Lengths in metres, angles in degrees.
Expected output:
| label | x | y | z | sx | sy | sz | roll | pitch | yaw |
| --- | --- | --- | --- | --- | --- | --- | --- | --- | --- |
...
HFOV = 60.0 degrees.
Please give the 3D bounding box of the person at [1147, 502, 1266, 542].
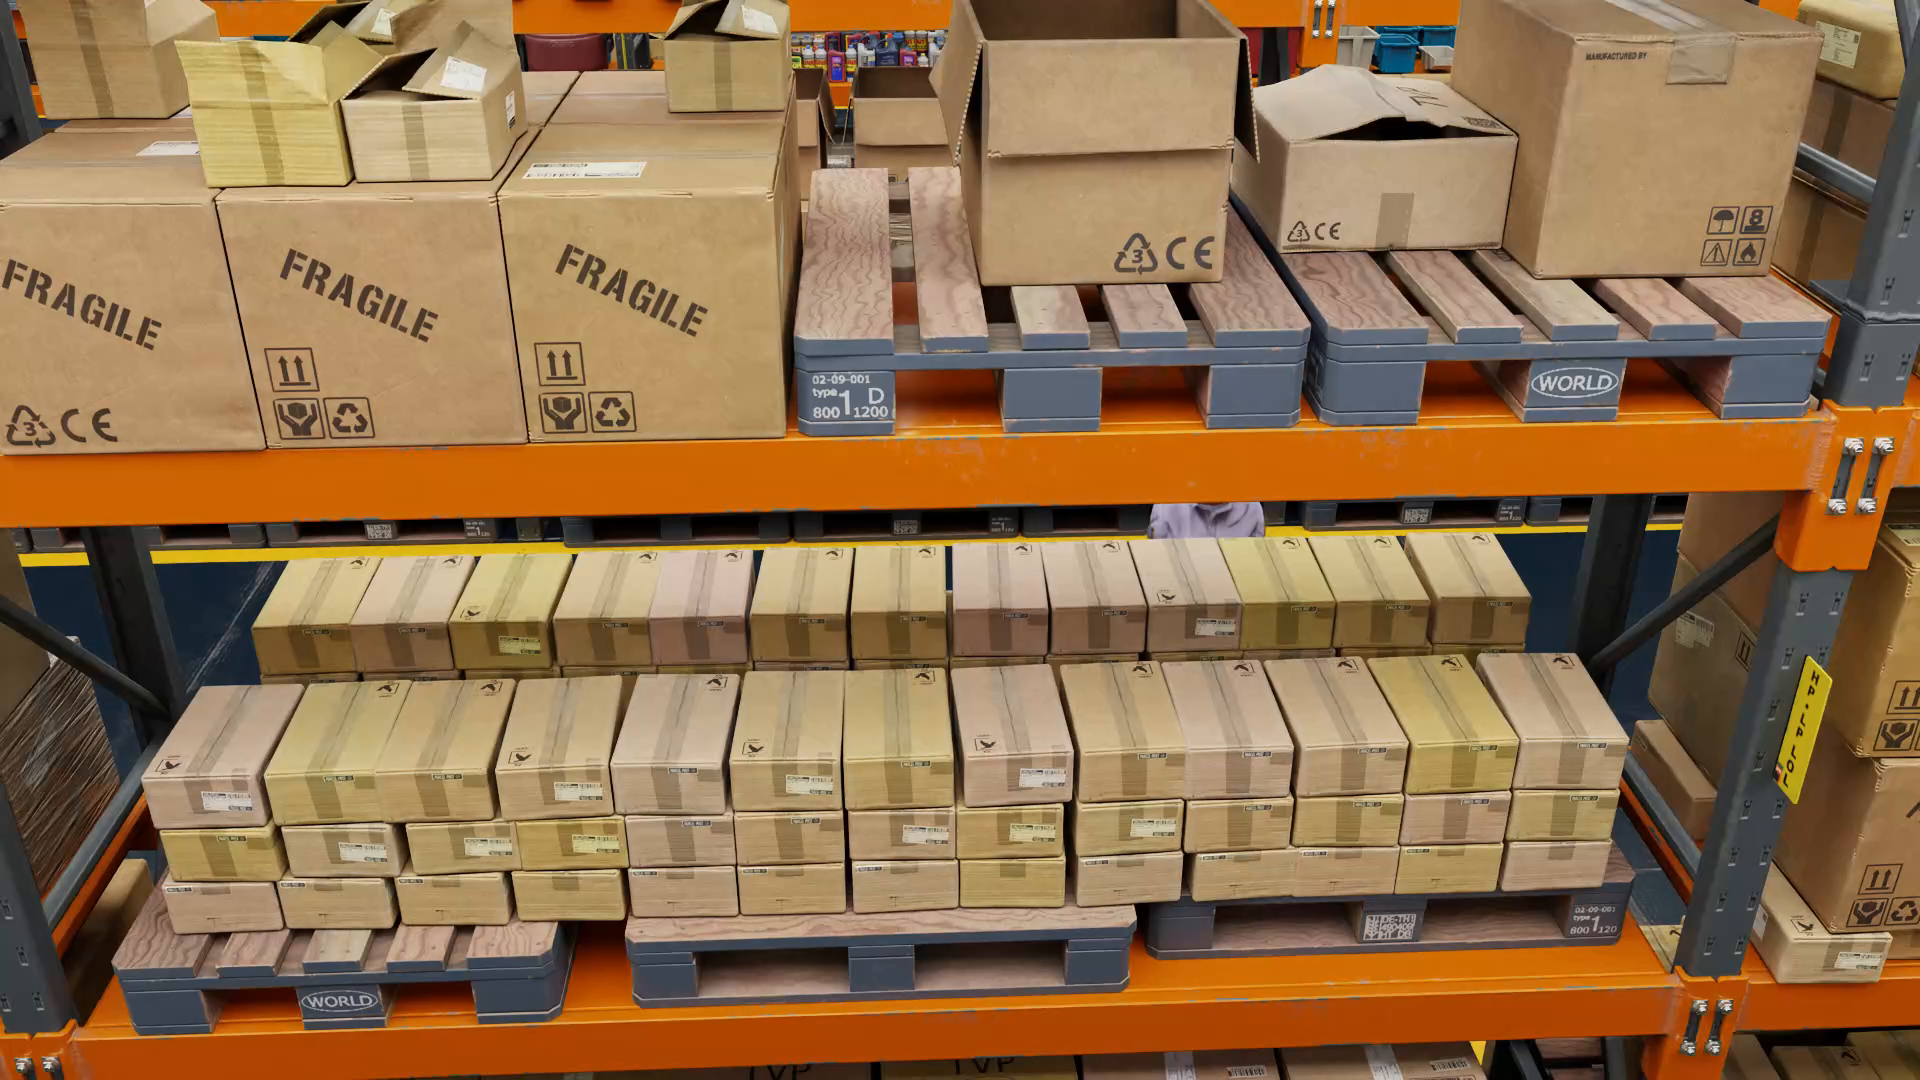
| label | x | y | z | sx | sy | sz | roll | pitch | yaw |
| --- | --- | --- | --- | --- | --- | --- | --- | --- | --- |
| person | 0.934 | 0.392 | 6.404 | 0.452 | 1.635 | 0.525 | -1 | 28 | -2 |
